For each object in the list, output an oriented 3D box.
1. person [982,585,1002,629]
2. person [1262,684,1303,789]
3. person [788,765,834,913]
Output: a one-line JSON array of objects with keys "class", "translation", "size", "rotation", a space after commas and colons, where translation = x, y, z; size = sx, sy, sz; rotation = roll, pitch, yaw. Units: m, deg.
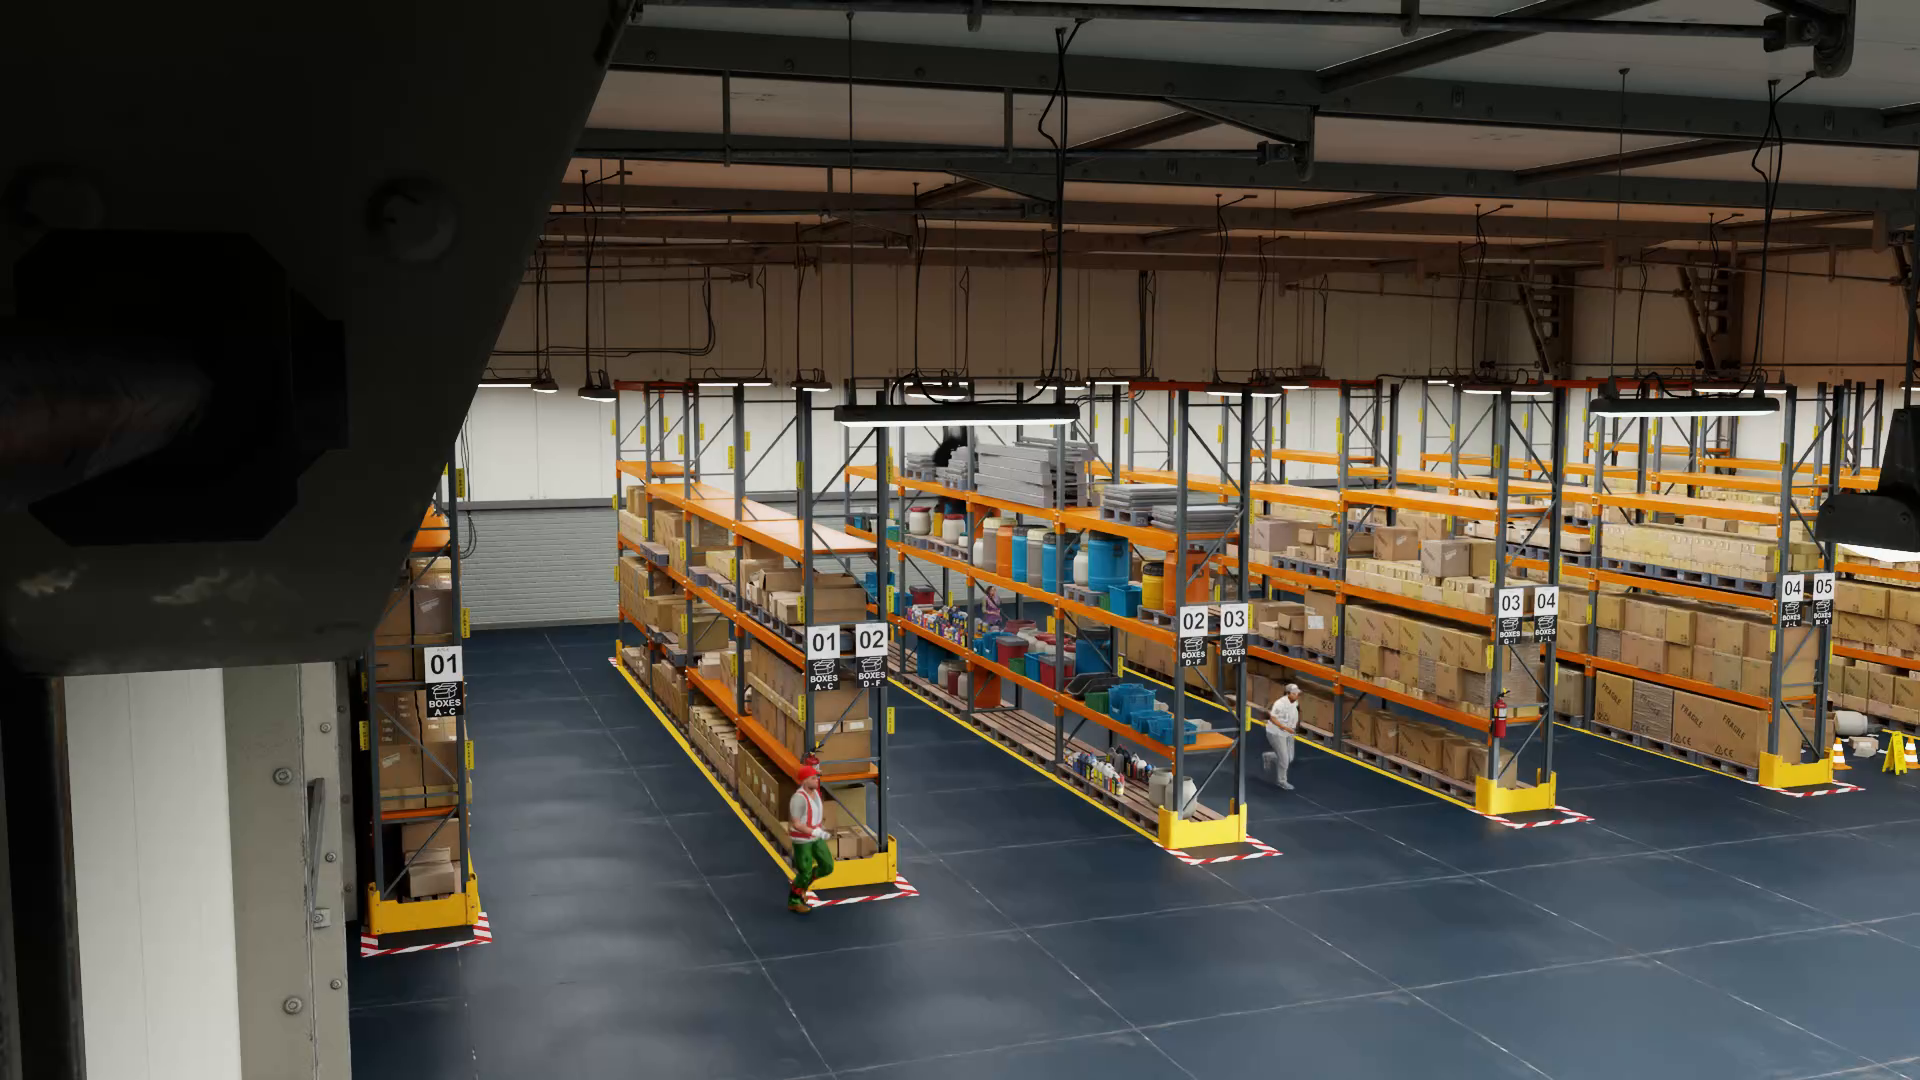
[{"class": "person", "translation": [0.685, 1.721, 34.818], "size": [0.511, 1.546, 0.631], "rotation": [-3, 7, -23]}, {"class": "person", "translation": [4.809, 2.920, 24.928], "size": [0.572, 1.609, 0.741], "rotation": [-4, 8, -36]}, {"class": "person", "translation": [-1.701, 3.439, 19.148], "size": [0.643, 1.735, 0.661], "rotation": [3, 7, 26]}]
